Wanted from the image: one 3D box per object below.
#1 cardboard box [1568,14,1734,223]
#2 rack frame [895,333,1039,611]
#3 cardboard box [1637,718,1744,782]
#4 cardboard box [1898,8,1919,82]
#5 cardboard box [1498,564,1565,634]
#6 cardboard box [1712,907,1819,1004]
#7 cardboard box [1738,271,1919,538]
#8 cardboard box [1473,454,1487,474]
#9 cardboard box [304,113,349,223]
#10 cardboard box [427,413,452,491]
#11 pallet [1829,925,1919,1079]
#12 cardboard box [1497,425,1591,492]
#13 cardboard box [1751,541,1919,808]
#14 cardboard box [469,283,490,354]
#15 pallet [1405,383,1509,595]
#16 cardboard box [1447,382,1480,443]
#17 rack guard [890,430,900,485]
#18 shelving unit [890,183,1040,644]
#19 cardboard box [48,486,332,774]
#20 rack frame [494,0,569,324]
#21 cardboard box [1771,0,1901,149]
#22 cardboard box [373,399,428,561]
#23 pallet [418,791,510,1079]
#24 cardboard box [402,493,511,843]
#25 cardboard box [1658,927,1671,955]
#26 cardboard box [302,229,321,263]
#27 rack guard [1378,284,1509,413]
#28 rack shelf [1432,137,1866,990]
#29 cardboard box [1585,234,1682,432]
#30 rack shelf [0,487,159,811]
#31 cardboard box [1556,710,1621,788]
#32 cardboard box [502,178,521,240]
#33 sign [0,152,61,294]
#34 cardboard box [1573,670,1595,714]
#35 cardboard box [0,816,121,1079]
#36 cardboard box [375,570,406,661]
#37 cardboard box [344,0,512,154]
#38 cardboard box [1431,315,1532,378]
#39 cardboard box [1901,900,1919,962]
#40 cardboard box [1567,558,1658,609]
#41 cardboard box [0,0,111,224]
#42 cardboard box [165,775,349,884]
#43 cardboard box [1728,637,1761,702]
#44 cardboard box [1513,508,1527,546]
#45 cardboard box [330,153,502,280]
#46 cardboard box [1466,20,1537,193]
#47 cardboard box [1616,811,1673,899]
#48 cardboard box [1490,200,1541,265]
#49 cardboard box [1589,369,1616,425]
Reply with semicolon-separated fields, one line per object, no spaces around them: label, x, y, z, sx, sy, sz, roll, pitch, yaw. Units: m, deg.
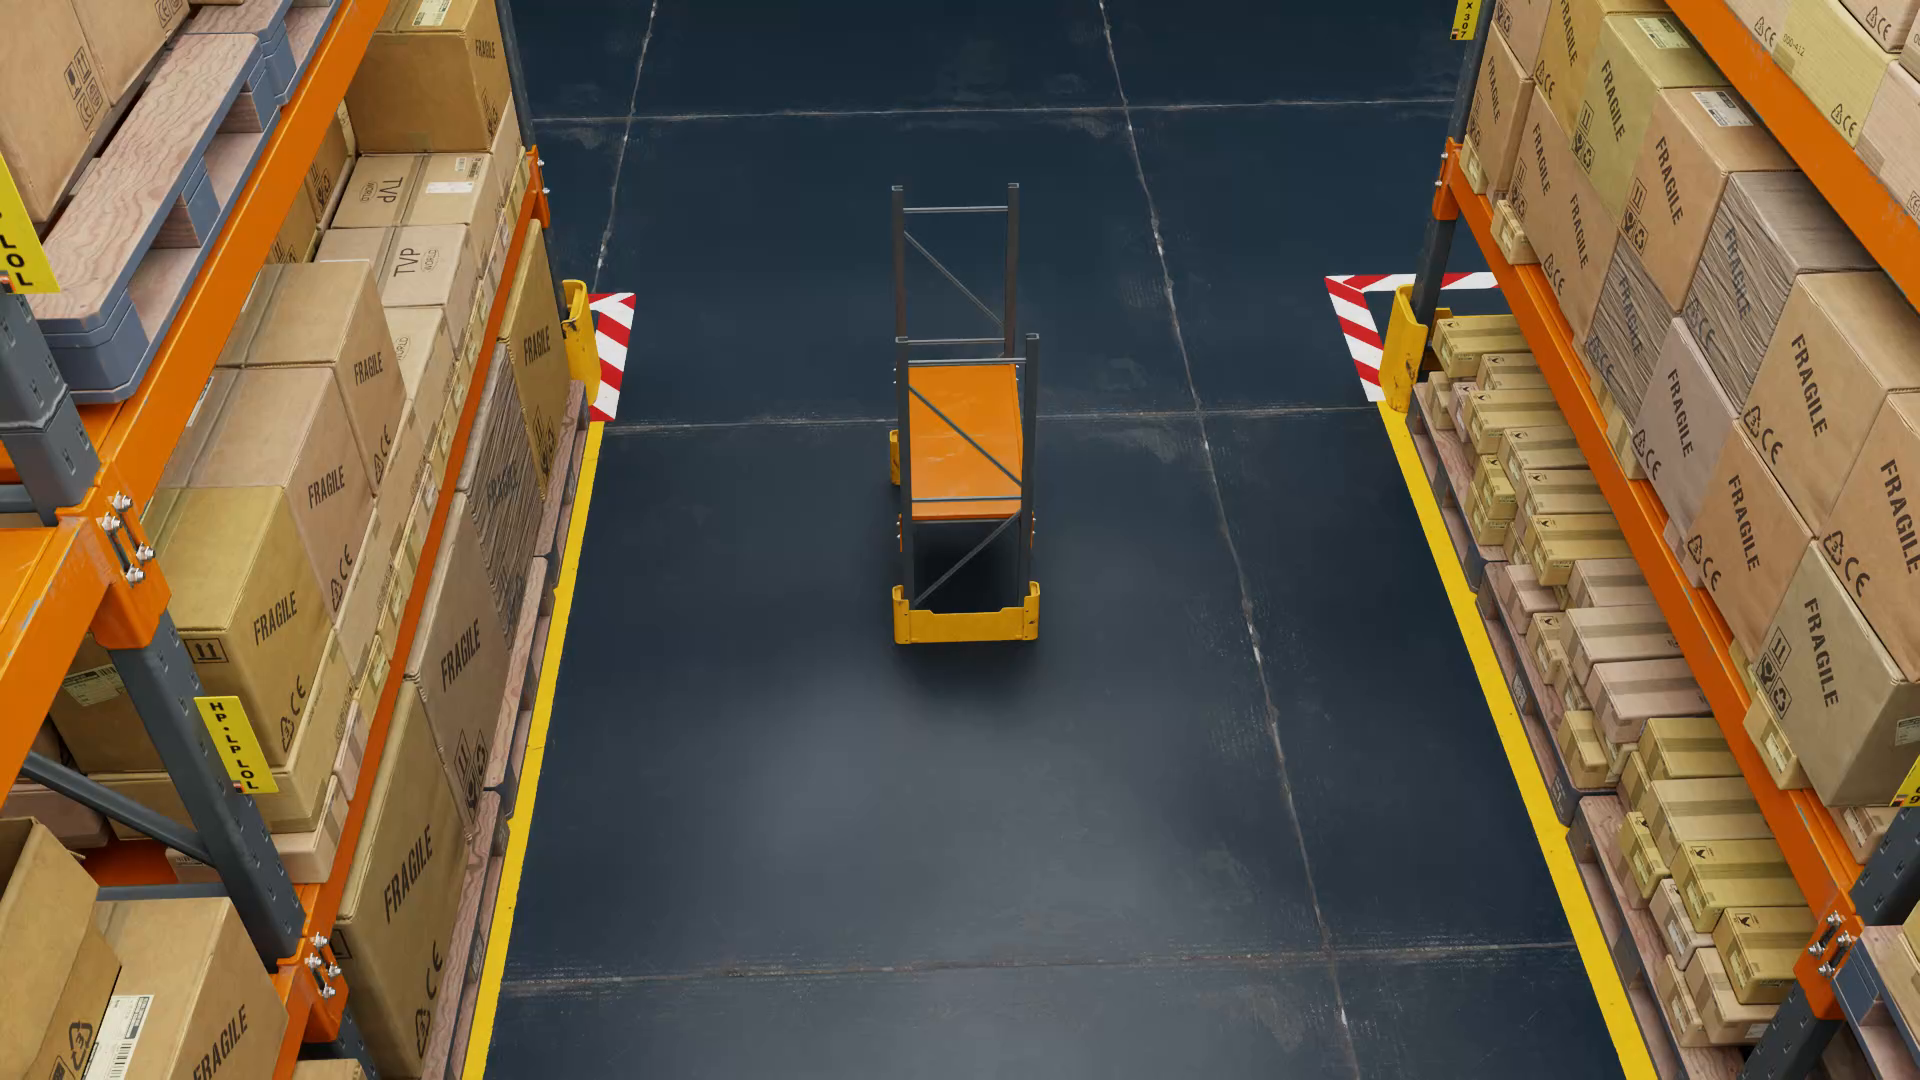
cardboard box;2.407;-1.404;5.528;0.500;0.500;0.500;-3;43;-3
rack frame;0.025;-0.152;6.306;0.500;1.500;0.032;-2;43;-2
cardboard box;2.519;0.736;5.586;0.380;0.149;0.250;0;43;0
cardboard box;2.511;-1.082;3.732;0.500;0.250;0.500;-3;43;-4
cardboard box;2.369;0.225;6.584;0.380;0.149;0.250;-4;43;-4
cardboard box;2.520;1.252;5.023;0.380;0.149;0.250;-1;43;-1
cardboard box;2.478;-0.365;4.394;0.500;0.500;0.500;-3;43;-3
cardboard box;2.438;-0.291;7.147;0.380;0.149;0.250;-1;43;-1
cardboard box;-2.562;-1.479;5.980;0.500;0.500;0.500;-3;43;-3
cardboard box;-1.912;-0.287;5.529;0.380;0.149;0.250;-3;43;-3
pallet;2.682;1.399;3.646;1.003;0.211;1.213;-2;43;-2
cardboard box;2.416;-0.330;6.749;0.380;0.149;0.250;-4;43;-4
cardboard box;2.493;0.343;4.361;0.500;0.500;0.500;-2;43;-2
cardboard box;-1.945;-0.805;6.094;0.380;0.149;0.250;-3;43;-3
pallet;2.628;-0.263;7.381;1.003;0.211;1.213;-2;43;-2
cardboard box;2.347;-0.558;7.218;0.380;0.149;0.250;-2;43;-2
rack guard;-0.018;-0.377;7.476;0.587;0.250;0.087;-2;43;-2
shelving unit;0.003;-0.501;6.687;0.587;1.500;1.083;-2;43;-2
cardboard box;-1.929;0.221;4.125;0.500;0.500;0.500;-2;43;-2
rack frame;-2.334;-1.818;7.013;1.000;3.000;0.127;-2;43;-2
cardboard box;2.473;-1.246;4.281;0.500;0.250;0.500;-2;43;-2
cardboard box;-1.966;-0.182;5.120;0.500;0.250;0.500;-1;43;-1
pallet;-2.119;1.395;5.572;1.003;0.211;1.213;-2;43;-2
cardboard box;-2.151;0.455;5.795;0.875;0.875;0.875;-2;43;-2
cardboard box;2.511;1.272;5.442;0.380;0.149;0.250;-1;43;-1
cardboard box;-2.537;-0.851;5.849;0.500;0.250;0.500;-3;43;-3
rack guard;2.629;-0.919;7.883;1.175;0.500;0.348;-2;43;-2
rack shelf;2.710;-0.277;5.864;1.077;0.370;4.000;-2;43;-2
cardboard box;2.453;-0.692;5.491;0.500;0.500;0.500;-3;43;-3
rack shelf;-2.079;1.392;1.824;1.077;0.370;4.000;-2;43;-2
cardboard box;2.394;0.751;6.010;0.380;0.149;0.250;-2;43;-2
cardboard box;-1.977;-1.319;6.655;0.380;0.149;0.250;-1;43;-1
sign;-1.623;-0.552;2.797;0.100;0.325;0.005;-2;43;-2
cardboard box;2.477;0.503;6.060;0.380;0.149;0.250;-4;43;-4
cardboard box;-2.129;0.907;3.225;0.797;0.503;0.637;-3;43;-3
cardboard box;-1.880;0.233;4.962;0.380;0.149;0.250;-3;43;-3
cardboard box;-2.051;-1.827;6.360;0.500;0.500;0.500;-1;43;-1
cardboard box;2.308;-0.852;7.318;0.380;0.149;0.250;-3;43;-4
cardboard box;2.353;0.916;3.686;0.380;0.149;0.250;-1;43;-1
cardboard box;2.490;0.203;6.167;0.380;0.149;0.250;-2;43;-2
cardboard box;-2.258;-0.978;3.419;0.700;0.500;0.500;-4;43;-4
cardboard box;-1.845;0.766;4.381;0.380;0.149;0.250;-2;43;-2
cardboard box;2.478;0.362;4.821;0.380;0.149;0.250;0;43;0
cardboard box;2.454;-0.043;6.656;0.380;0.149;0.250;-4;43;-4
cardboard box;-2.028;-1.210;6.241;0.500;0.250;0.500;-2;43;-3
cardboard box;2.369;-1.728;6.621;0.500;0.500;0.500;0;43;0
cardboard box;2.412;1.028;5.487;0.380;0.149;0.250;-3;43;-3
cardboard box;2.322;-1.218;6.544;0.380;0.149;0.250;-3;43;-3
cardboard box;2.429;-0.520;5.783;0.380;0.149;0.250;0;43;0
